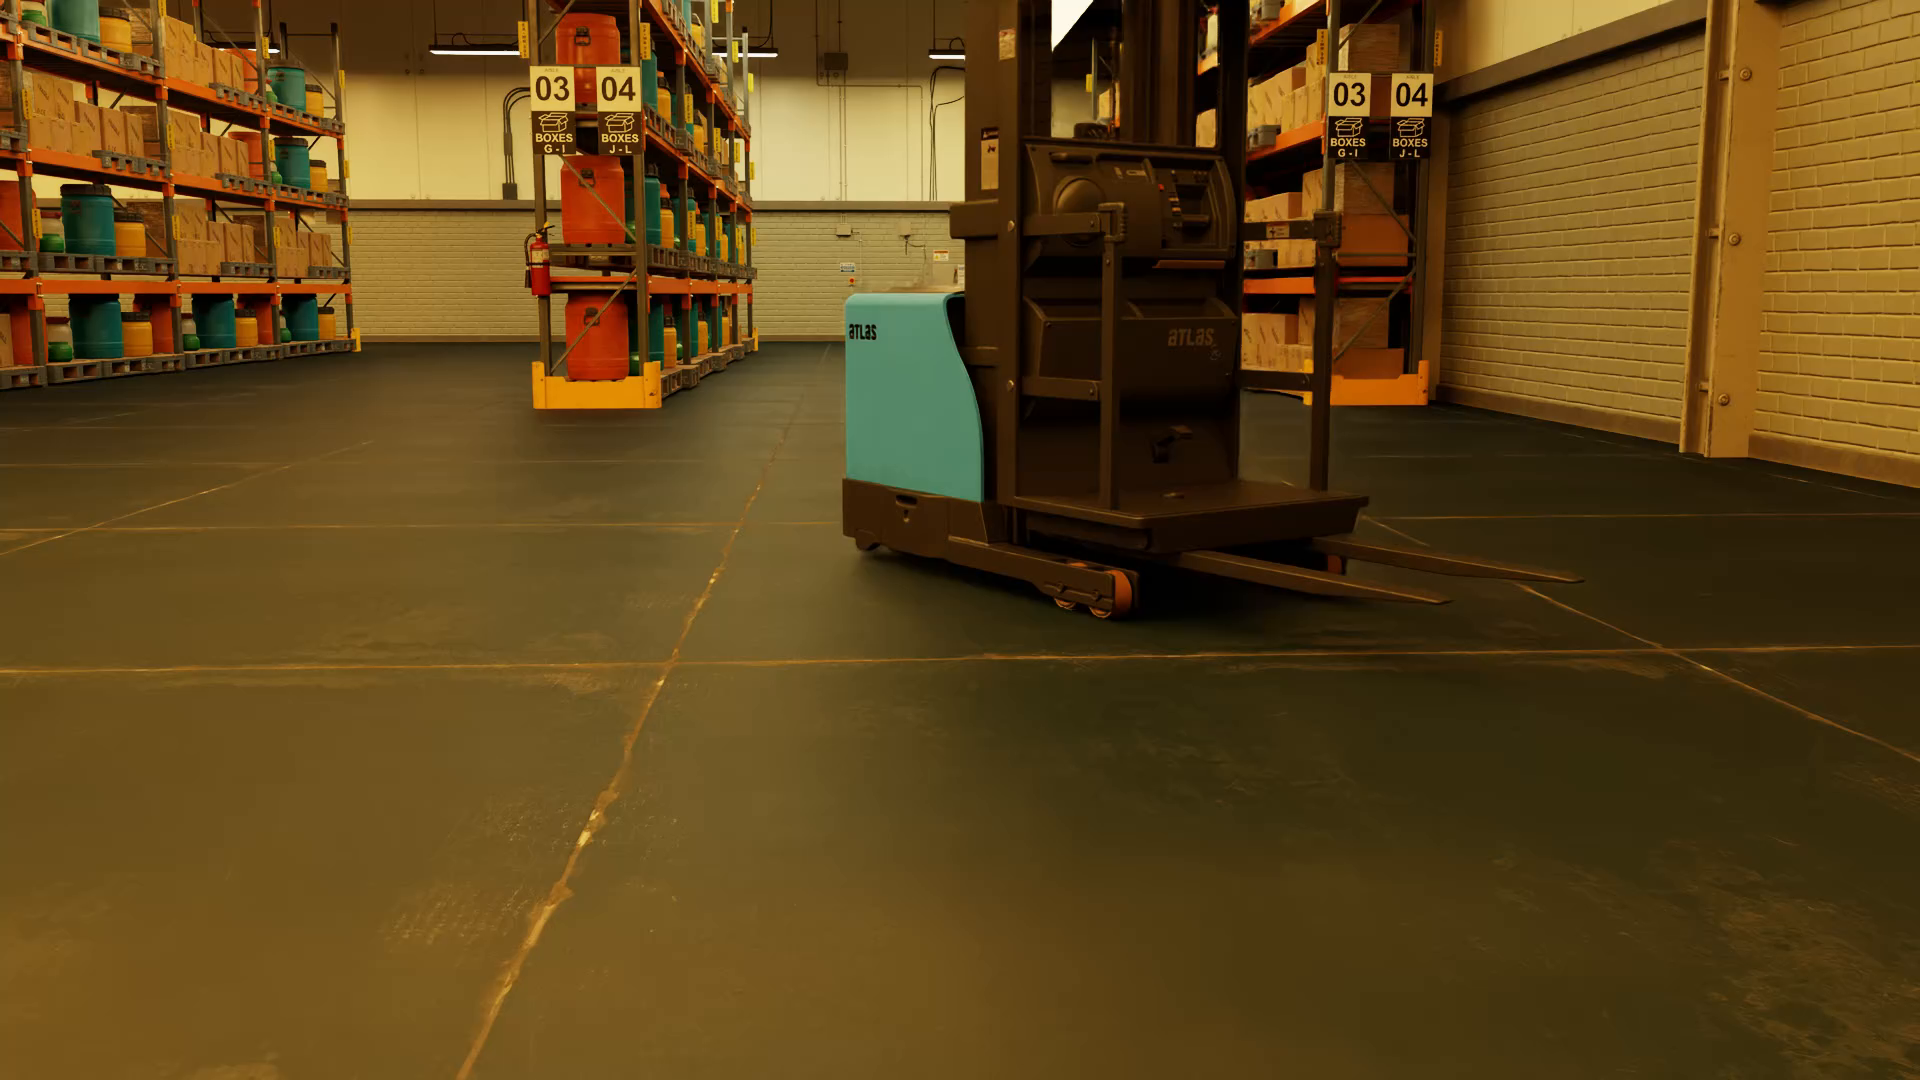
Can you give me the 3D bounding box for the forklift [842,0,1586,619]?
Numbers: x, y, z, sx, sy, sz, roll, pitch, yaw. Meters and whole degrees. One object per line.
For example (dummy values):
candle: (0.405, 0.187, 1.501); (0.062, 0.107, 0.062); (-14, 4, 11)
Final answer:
forklift: (0.753, -1.267, 5.862); (1.130, 2.935, 3.031); (-6, 10, -34)
